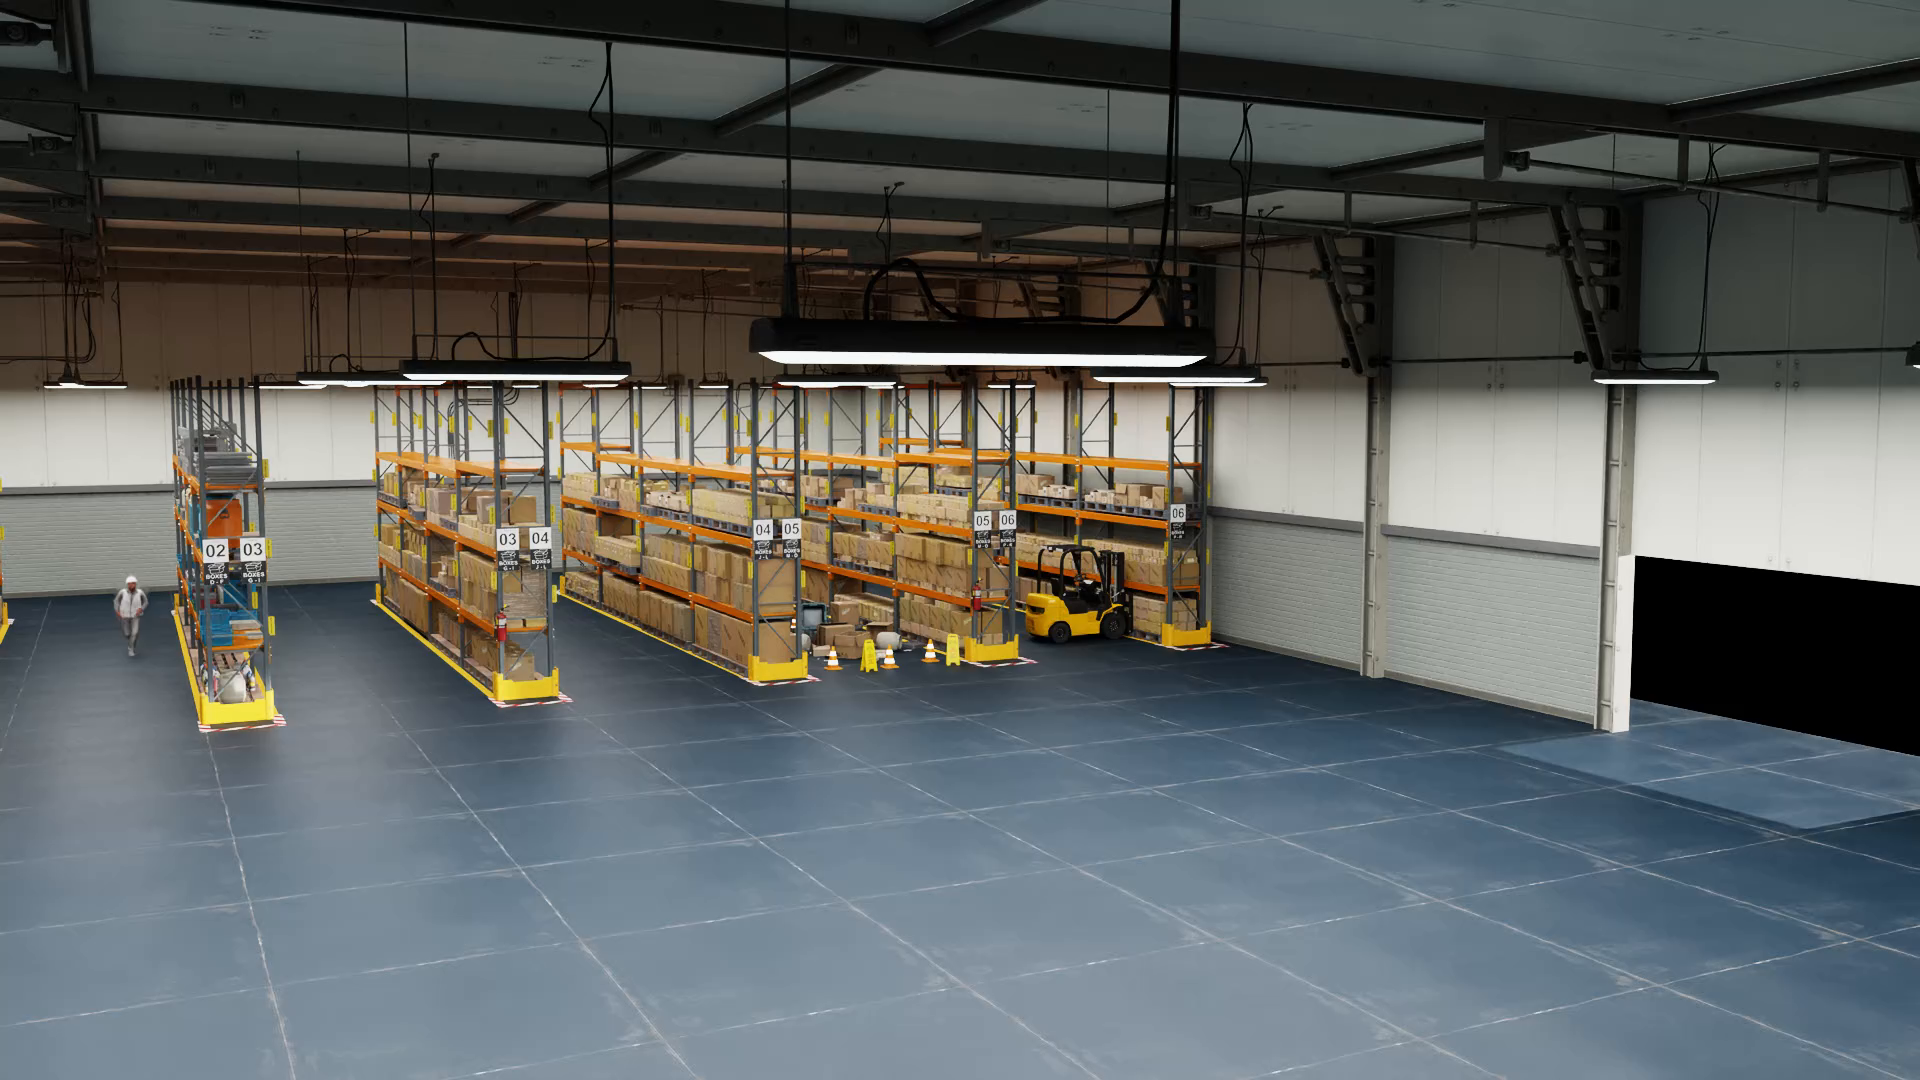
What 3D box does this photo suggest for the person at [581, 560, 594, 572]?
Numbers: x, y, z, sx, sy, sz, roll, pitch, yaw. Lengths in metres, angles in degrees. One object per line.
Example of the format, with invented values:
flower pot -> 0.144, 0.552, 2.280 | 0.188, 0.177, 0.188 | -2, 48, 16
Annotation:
person -> -11.010, 0.525, 49.341 | 0.670, 1.723, 0.899 | 3, 6, 32

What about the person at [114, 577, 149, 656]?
person -> -18.095, 1.653, 36.346 | 0.682, 1.741, 0.709 | -2, 5, -21
